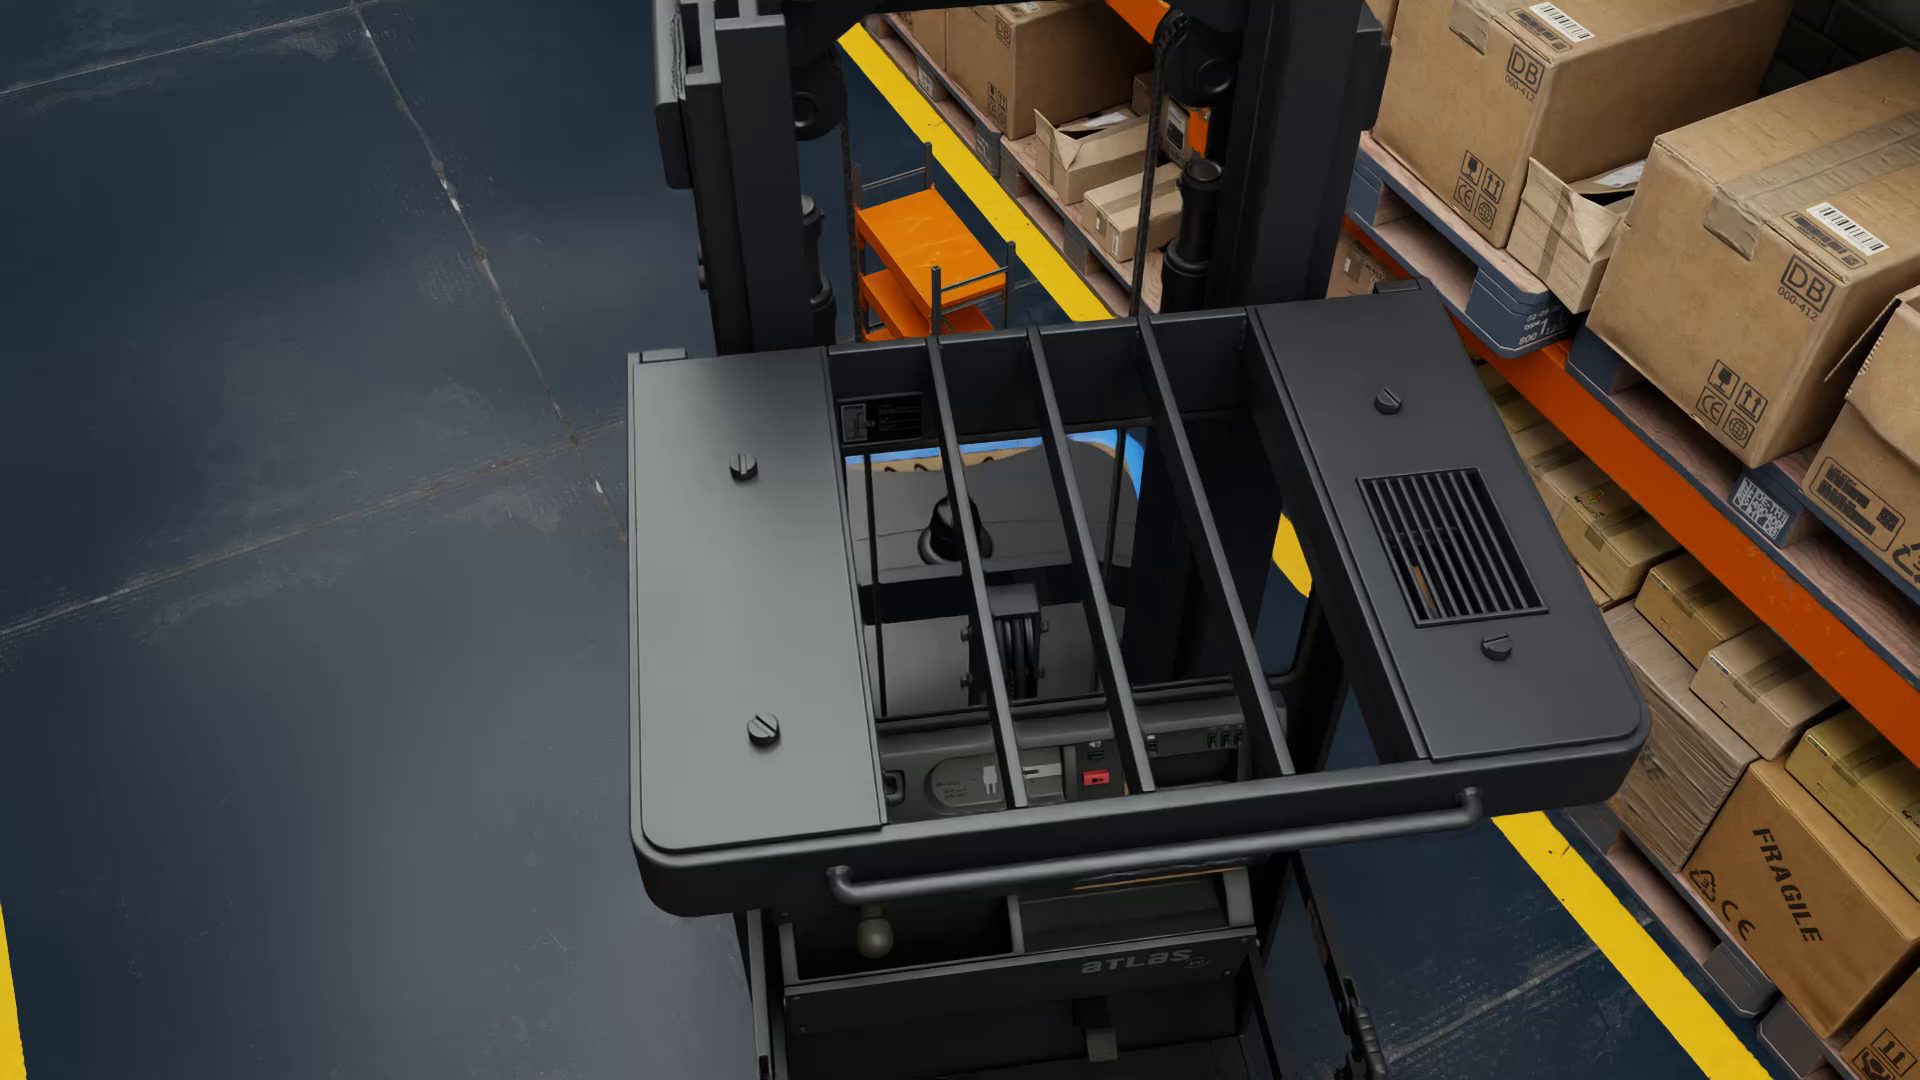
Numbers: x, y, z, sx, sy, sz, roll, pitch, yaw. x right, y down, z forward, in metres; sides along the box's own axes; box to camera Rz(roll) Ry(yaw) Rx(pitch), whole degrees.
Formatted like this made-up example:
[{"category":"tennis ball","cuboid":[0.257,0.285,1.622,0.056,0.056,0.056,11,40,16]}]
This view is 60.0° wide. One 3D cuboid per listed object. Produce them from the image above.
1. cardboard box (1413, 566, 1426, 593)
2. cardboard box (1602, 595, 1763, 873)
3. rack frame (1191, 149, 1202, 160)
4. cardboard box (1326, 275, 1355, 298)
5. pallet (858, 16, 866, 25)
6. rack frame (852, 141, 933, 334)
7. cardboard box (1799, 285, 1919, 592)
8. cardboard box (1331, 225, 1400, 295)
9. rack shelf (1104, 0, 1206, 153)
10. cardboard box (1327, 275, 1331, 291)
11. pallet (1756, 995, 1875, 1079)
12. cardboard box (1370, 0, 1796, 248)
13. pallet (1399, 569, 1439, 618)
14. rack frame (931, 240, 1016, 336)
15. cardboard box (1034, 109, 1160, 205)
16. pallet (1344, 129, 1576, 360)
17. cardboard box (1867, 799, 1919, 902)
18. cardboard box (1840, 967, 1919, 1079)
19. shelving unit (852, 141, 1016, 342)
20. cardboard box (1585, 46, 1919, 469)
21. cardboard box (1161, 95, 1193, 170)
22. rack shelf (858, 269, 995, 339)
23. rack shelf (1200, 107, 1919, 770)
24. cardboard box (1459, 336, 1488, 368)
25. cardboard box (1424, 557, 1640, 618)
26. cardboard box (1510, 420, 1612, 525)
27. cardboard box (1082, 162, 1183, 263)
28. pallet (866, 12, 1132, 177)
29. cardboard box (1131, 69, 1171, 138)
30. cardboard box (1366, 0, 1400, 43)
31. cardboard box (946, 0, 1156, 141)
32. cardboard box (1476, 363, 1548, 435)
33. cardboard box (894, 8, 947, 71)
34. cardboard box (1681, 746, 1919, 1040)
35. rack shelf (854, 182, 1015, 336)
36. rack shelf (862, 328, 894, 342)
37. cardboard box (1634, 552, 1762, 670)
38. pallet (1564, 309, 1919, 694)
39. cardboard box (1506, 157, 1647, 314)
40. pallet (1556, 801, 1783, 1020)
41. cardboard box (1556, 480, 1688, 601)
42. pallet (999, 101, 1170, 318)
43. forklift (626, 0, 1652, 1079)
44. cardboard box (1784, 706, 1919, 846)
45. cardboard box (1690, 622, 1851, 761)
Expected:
[{"category":"cardboard box","cuboid":[1.449,-0.252,4.860,0.500,0.500,0.500,-22,52,-18]},{"category":"cardboard box","cuboid":[1.906,0.432,4.261,0.500,0.500,0.500,-23,53,-19]},{"category":"rack frame","cuboid":[1.176,-1.691,4.737,1.000,3.000,0.127,-21,52,-18]},{"category":"cardboard box","cuboid":[1.299,-0.730,4.846,0.380,0.149,0.250,-22,53,-19]},{"category":"pallet","cuboid":[-0.254,-2.866,7.617,1.003,0.211,1.213,-21,52,-18]},{"category":"rack frame","cuboid":[-0.187,-0.669,5.038,0.240,1.200,0.015,-21,52,-18]},{"category":"cardboard box","cuboid":[2.095,-0.215,3.098,0.797,0.503,0.637,-22,52,-18]},{"category":"cardboard box","cuboid":[1.265,-0.829,4.735,0.380,0.149,0.250,-24,53,-19]},{"category":"rack shelf","cuboid":[0.260,-2.793,6.178,1.077,0.370,4.000,-21,52,-18]},{"category":"cardboard box","cuboid":[1.103,-0.888,4.985,0.380,0.149,0.250,-19,51,-16]},{"category":"pallet","cuboid":[2.698,1.391,3.893,1.003,0.211,1.213,-21,52,-18]},{"category":"cardboard box","cuboid":[1.435,-1.115,3.887,0.700,0.500,0.500,-21,52,-17]},{"category":"pallet","cuboid":[1.581,-0.242,5.321,1.003,0.211,1.213,-21,52,-18]},{"category":"rack frame","cuboid":[0.036,-0.342,4.752,0.240,1.200,0.015,-21,52,-18]},{"category":"cardboard box","cuboid":[0.496,-1.440,6.054,0.396,0.266,0.258,-19,52,-16]},{"category":"pallet","cuboid":[1.444,-1.056,4.308,1.003,0.211,1.213,-21,52,-18]},{"category":"cardboard box","cuboid":[2.241,0.658,3.633,0.380,0.149,0.250,-20,52,-16]},{"category":"cardboard box","cuboid":[2.402,1.123,3.657,0.500,0.500,0.500,-22,52,-18]},{"category":"shelving unit","cuboid":[-0.076,-0.506,4.895,0.258,1.200,0.503,-21,52,-18]},{"category":"cardboard box","cuboid":[1.794,-0.590,3.428,0.700,0.500,0.500,-21,52,-18]},{"category":"cardboard box","cuboid":[1.083,-1.468,6.048,0.500,0.311,0.500,-19,52,-16]},{"category":"rack shelf","cuboid":[-0.076,-0.609,4.778,0.258,0.148,0.480,-21,52,-18]},{"category":"rack shelf","cuboid":[2.091,-0.116,3.837,1.077,0.370,4.000,-21,52,-18]},{"category":"cardboard box","cuboid":[1.426,-0.562,4.699,0.380,0.149,0.250,-24,53,-19]},{"category":"cardboard box","cuboid":[1.674,0.083,4.566,0.500,0.500,0.500,-23,53,-19]},{"category":"cardboard box","cuboid":[1.645,-0.203,4.386,0.380,0.149,0.250,-21,52,-18]},{"category":"cardboard box","cuboid":[0.660,-1.163,5.889,0.380,0.149,0.250,-23,53,-19]},{"category":"pallet","cuboid":[0.300,-2.051,6.904,1.003,0.211,1.213,-21,52,-18]},{"category":"cardboard box","cuboid":[0.885,-1.705,6.363,0.380,0.149,0.250,-22,52,-18]},{"category":"cardboard box","cuboid":[1.198,-1.462,4.190,0.700,0.500,0.500,-20,52,-17]},{"category":"cardboard box","cuboid":[0.372,-1.962,6.354,0.700,0.500,0.500,-23,53,-19]},{"category":"cardboard box","cuboid":[1.564,-0.383,4.543,0.380,0.149,0.250,-22,52,-18]},{"category":"cardboard box","cuboid":[0.050,-2.268,6.623,0.500,0.500,0.500,-20,52,-17]},{"category":"cardboard box","cuboid":[2.160,0.774,3.962,0.500,0.500,0.500,-19,52,-16]},{"category":"rack shelf","cuboid":[-0.076,-0.765,4.599,0.258,0.148,0.480,-21,52,-18]},{"category":"rack shelf","cuboid":[-0.076,-0.462,4.946,0.258,0.148,0.480,-21,52,-18]},{"category":"cardboard box","cuboid":[1.906,0.134,4.090,0.380,0.149,0.250,-21,52,-17]},{"category":"pallet","cuboid":[2.112,-0.251,3.604,1.003,0.211,1.213,-21,52,-18]},{"category":"cardboard box","cuboid":[1.470,-0.723,3.700,0.396,0.266,0.258,-19,51,-16]},{"category":"pallet","cuboid":[2.144,0.576,4.606,1.003,0.211,1.213,-21,52,-18]},{"category":"cardboard box","cuboid":[1.756,-0.036,4.240,0.380,0.149,0.250,-19,52,-16]},{"category":"pallet","cuboid":[0.862,-1.233,6.189,1.003,0.211,1.213,-21,52,-18]},{"category":"forklift","cuboid":[0.145,0.604,2.774,1.130,2.935,3.031,-6,49,-5]},{"category":"cardboard box","cuboid":[2.126,0.491,3.778,0.380,0.149,0.250,-22,52,-18]},{"category":"cardboard box","cuboid":[1.973,0.316,3.931,0.380,0.149,0.250,-23,53,-19]}]
